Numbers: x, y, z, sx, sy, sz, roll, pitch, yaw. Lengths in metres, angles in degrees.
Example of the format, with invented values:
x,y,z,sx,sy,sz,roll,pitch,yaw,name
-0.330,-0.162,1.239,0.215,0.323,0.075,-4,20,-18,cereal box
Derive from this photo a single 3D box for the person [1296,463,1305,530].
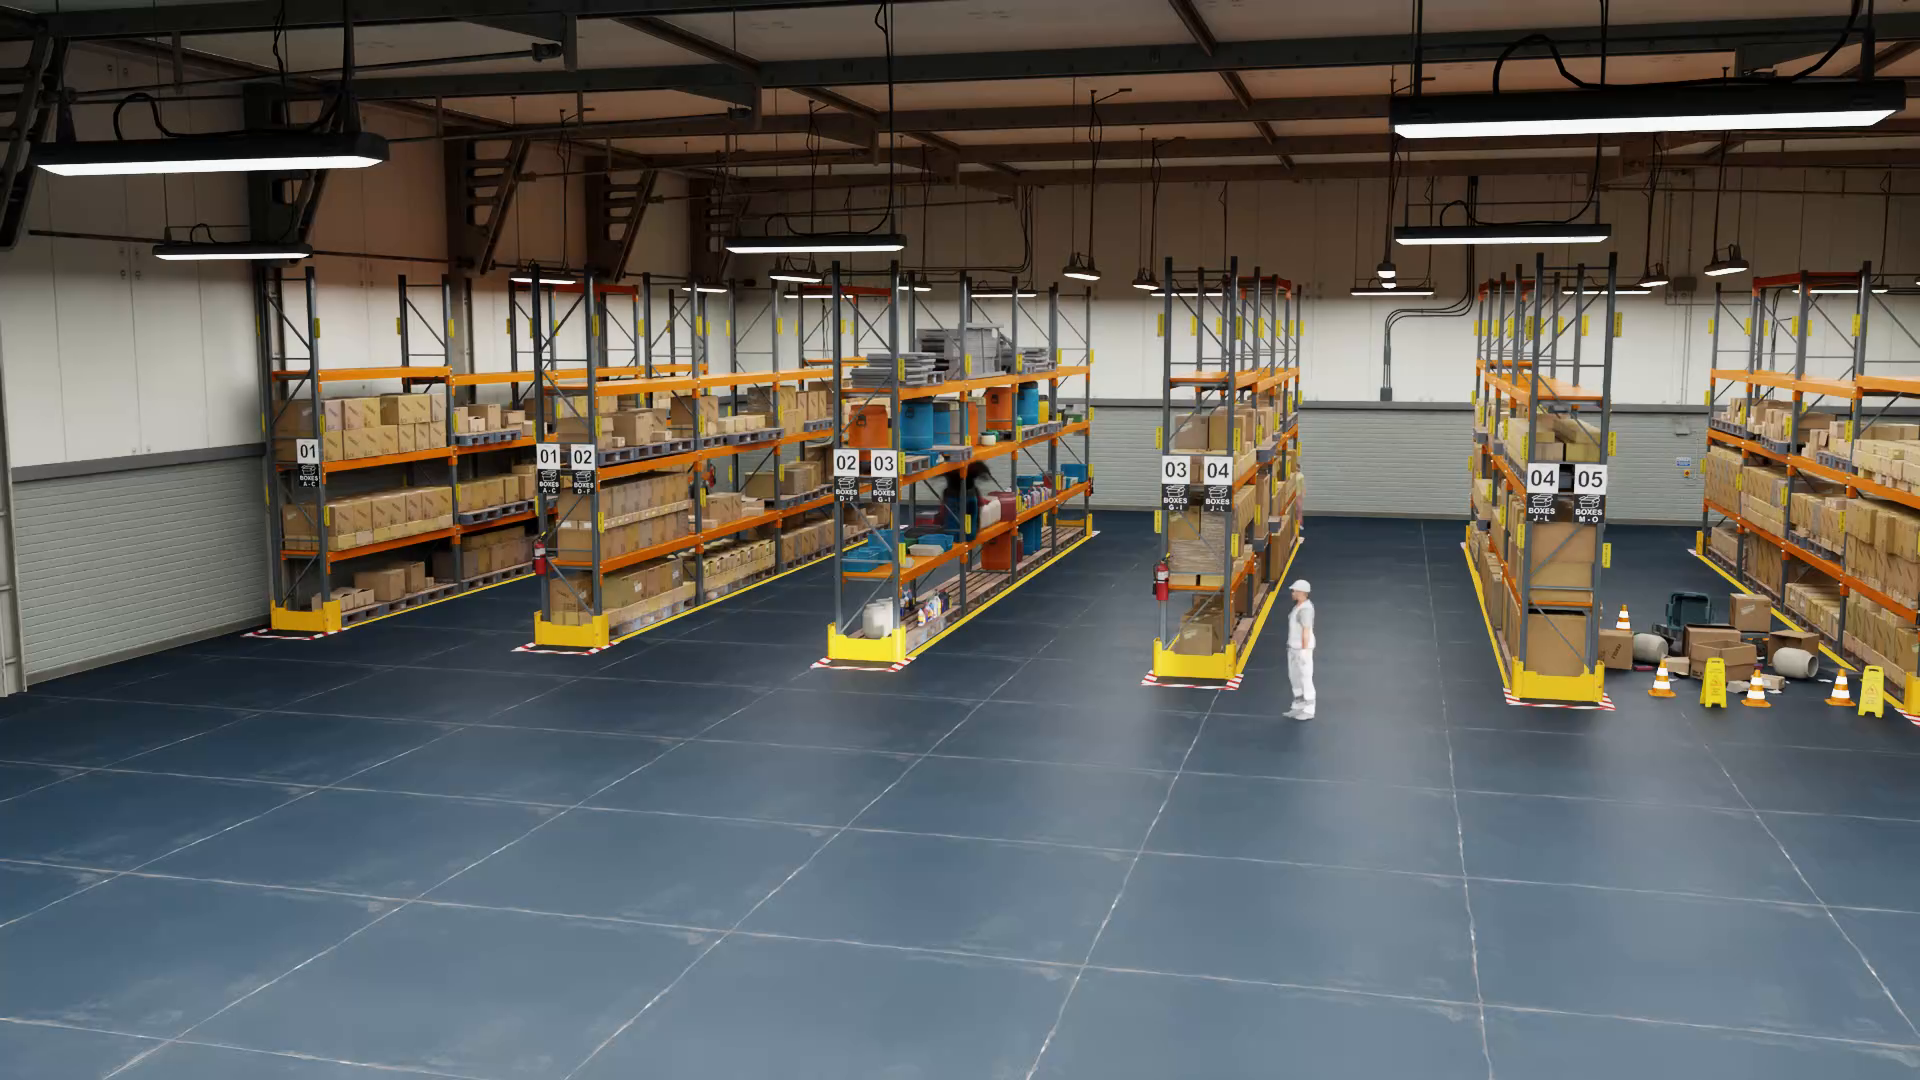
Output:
x,y,z,sx,sy,sz,roll,pitch,yaw,name
8.454,-1.104,41.786,0.459,1.677,0.588,0,7,2,person

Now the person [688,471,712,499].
x,y,z,sx,sy,sz,roll,pitch,yaw,name
-6.173,-0.792,39.439,0.652,1.584,1.045,2,7,13,person

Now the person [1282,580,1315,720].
x,y,z,sx,sy,sz,roll,pitch,yaw,name
4.372,1.413,21.419,0.365,1.823,0.619,-2,7,-13,person
